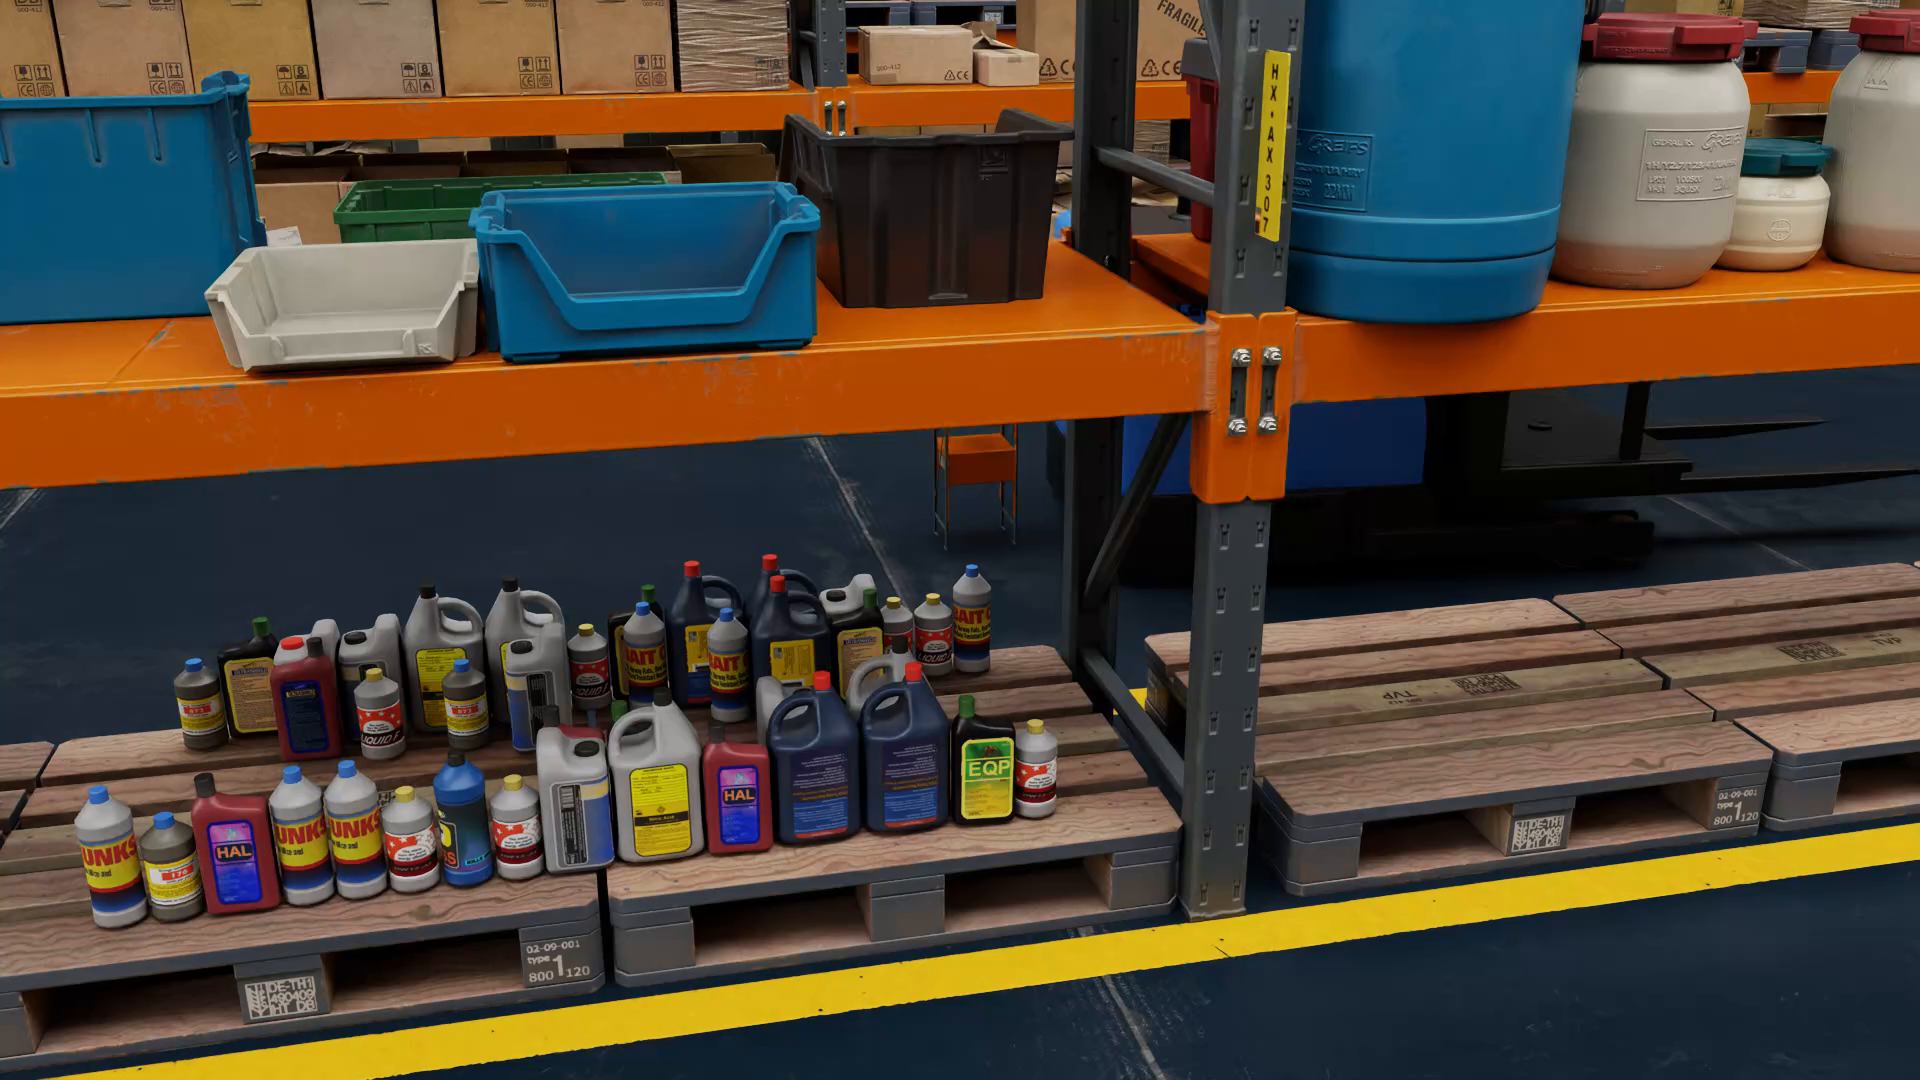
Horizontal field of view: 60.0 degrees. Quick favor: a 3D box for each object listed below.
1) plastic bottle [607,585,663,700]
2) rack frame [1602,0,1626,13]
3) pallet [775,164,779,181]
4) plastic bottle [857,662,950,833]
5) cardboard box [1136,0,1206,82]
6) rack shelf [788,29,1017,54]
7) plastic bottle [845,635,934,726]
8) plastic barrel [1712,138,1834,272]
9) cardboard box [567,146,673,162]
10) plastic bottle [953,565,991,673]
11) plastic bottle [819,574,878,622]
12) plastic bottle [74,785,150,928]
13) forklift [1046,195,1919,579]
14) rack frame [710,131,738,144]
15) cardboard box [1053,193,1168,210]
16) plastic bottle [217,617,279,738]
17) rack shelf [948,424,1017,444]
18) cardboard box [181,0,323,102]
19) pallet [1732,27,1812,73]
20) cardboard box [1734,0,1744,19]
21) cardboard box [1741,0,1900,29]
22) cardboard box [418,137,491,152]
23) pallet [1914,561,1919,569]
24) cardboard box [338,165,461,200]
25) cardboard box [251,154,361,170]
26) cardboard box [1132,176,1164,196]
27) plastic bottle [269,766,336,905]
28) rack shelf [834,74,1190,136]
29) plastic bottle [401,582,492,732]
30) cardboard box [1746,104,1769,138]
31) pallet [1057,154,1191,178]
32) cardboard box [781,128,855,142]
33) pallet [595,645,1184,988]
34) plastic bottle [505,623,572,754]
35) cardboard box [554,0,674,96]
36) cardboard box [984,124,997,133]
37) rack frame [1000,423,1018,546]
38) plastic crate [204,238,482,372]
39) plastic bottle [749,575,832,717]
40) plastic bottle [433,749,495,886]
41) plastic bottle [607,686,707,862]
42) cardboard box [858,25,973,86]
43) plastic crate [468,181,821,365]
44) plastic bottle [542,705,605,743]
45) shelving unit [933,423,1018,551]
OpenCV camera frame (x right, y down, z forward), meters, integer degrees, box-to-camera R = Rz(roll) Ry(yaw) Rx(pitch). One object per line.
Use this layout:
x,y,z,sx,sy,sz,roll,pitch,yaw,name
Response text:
-0.793,0.250,4.081,0.133,0.283,0.061,-4,20,-10,plastic bottle
3.198,-2.733,8.915,0.127,3.000,1.000,-5,21,-12,rack frame
-1.081,-2.827,13.225,1.213,0.211,1.003,-5,21,-12,pallet
-0.119,0.427,3.501,0.185,0.351,0.144,-5,21,-14,plastic bottle
1.057,-2.600,8.406,0.500,0.500,0.500,-5,21,-12,cardboard box
0.108,-3.895,13.132,4.000,0.370,1.077,-5,21,-12,rack shelf
-0.152,0.378,3.632,0.185,0.351,0.144,-5,21,-12,plastic bottle
1.765,-0.747,3.693,0.301,0.262,0.301,0,20,0,plastic barrel
-1.703,-1.701,8.393,0.500,0.500,0.500,-5,21,-12,cardboard box
0.031,0.195,4.248,0.097,0.271,0.097,0,20,0,plastic bottle
-0.278,0.228,4.153,0.135,0.276,0.152,-4,20,-11,plastic bottle
-1.615,0.594,3.159,0.097,0.271,0.097,0,20,0,plastic bottle
1.881,-1.461,5.542,3.031,2.935,1.130,-3,20,-7,forklift
-1.838,-4.074,12.576,0.127,3.000,1.000,-5,21,-12,rack frame
0.757,-1.614,8.433,0.500,0.311,0.500,-5,21,-14,cardboard box
-1.655,0.320,3.890,0.133,0.283,0.061,-4,21,-11,plastic bottle
0.052,-0.487,5.649,0.240,0.259,0.215,-5,21,-12,rack shelf
-3.135,-2.260,7.478,0.500,0.500,0.700,-5,21,-12,cardboard box
3.842,-2.720,9.158,1.003,0.211,1.213,-5,21,-12,pallet
6.479,-4.886,14.355,0.700,0.700,0.980,-4,21,-12,cardboard box
4.719,-3.073,9.087,0.500,0.500,0.700,-1,20,-2,cardboard box
-3.757,-2.902,12.369,0.500,0.500,0.700,-6,21,-16,cardboard box
3.571,0.283,4.735,1.213,0.211,1.003,-5,21,-12,pallet
-2.554,-1.444,7.692,0.500,0.500,0.500,-5,21,-12,cardboard box
-3.164,-1.584,8.075,0.500,0.500,0.500,-5,21,-12,cardboard box
1.115,-1.834,9.033,0.500,0.311,0.500,-5,21,-13,cardboard box
-1.281,0.567,3.234,0.097,0.271,0.097,0,20,0,plastic bottle
1.252,-2.237,8.606,4.000,0.370,1.077,-5,21,-12,rack shelf
-1.218,0.267,3.935,0.185,0.351,0.144,-4,20,-10,plastic bottle
6.699,-3.756,14.730,0.500,0.500,0.700,-4,21,-12,cardboard box
1.294,-3.020,13.752,1.213,0.211,1.003,-5,21,-12,pallet
-1.126,-3.171,13.105,0.500,0.500,0.700,-4,20,-11,cardboard box
-0.222,0.590,3.896,1.213,0.211,1.003,-5,21,-12,pallet
-0.978,0.335,3.858,0.135,0.276,0.152,-5,21,-12,plastic bottle
-1.637,-2.382,7.812,0.500,0.500,0.700,-5,21,-13,cardboard box
0.361,-3.299,13.453,0.500,0.500,0.700,-5,21,-13,cardboard box
0.171,-0.507,5.672,0.008,1.050,0.200,-5,21,-12,rack frame
-1.080,-0.421,2.986,0.437,0.136,0.530,-5,21,-12,plastic crate
-0.406,0.252,3.976,0.185,0.351,0.144,-5,21,-12,plastic bottle
-0.987,0.543,3.299,0.097,0.271,0.097,0,20,0,plastic bottle
-0.620,0.467,3.389,0.185,0.351,0.144,-5,21,-13,plastic bottle
-0.226,-2.400,8.222,0.500,0.250,0.500,-3,20,-9,cardboard box
-0.573,-0.510,3.061,0.616,0.251,0.499,-5,21,-12,plastic crate
-0.804,0.475,3.467,0.133,0.283,0.061,-5,21,-12,plastic bottle
0.052,-0.497,5.646,0.252,1.050,0.215,-5,21,-12,shelving unit
